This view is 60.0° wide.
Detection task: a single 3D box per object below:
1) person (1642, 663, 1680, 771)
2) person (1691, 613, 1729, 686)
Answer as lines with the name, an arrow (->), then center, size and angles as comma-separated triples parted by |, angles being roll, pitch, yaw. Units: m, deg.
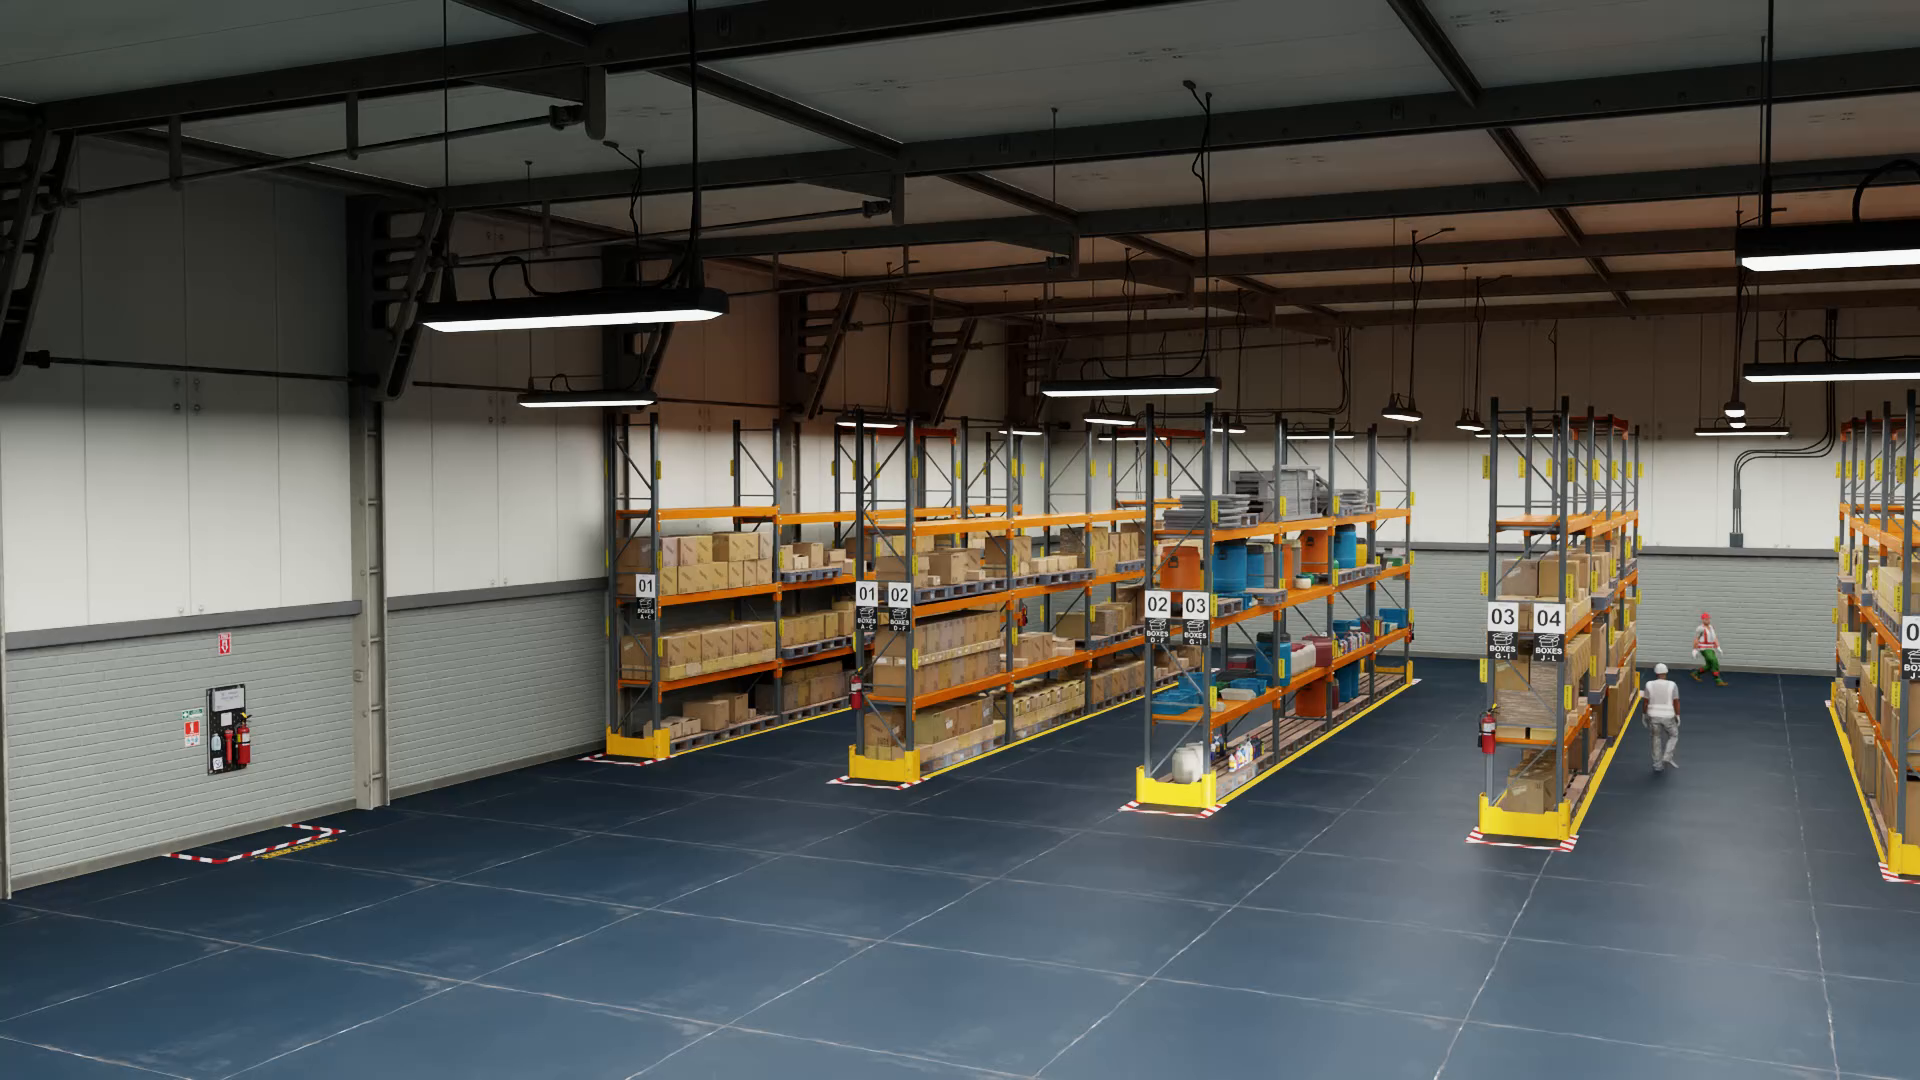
person -> 11.659, 2.950, 27.663 | 0.582, 1.785, 0.522 | 1, 3, 29
person -> 17.431, 2.536, 38.701 | 0.532, 1.679, 1.099 | -1, 3, -27
